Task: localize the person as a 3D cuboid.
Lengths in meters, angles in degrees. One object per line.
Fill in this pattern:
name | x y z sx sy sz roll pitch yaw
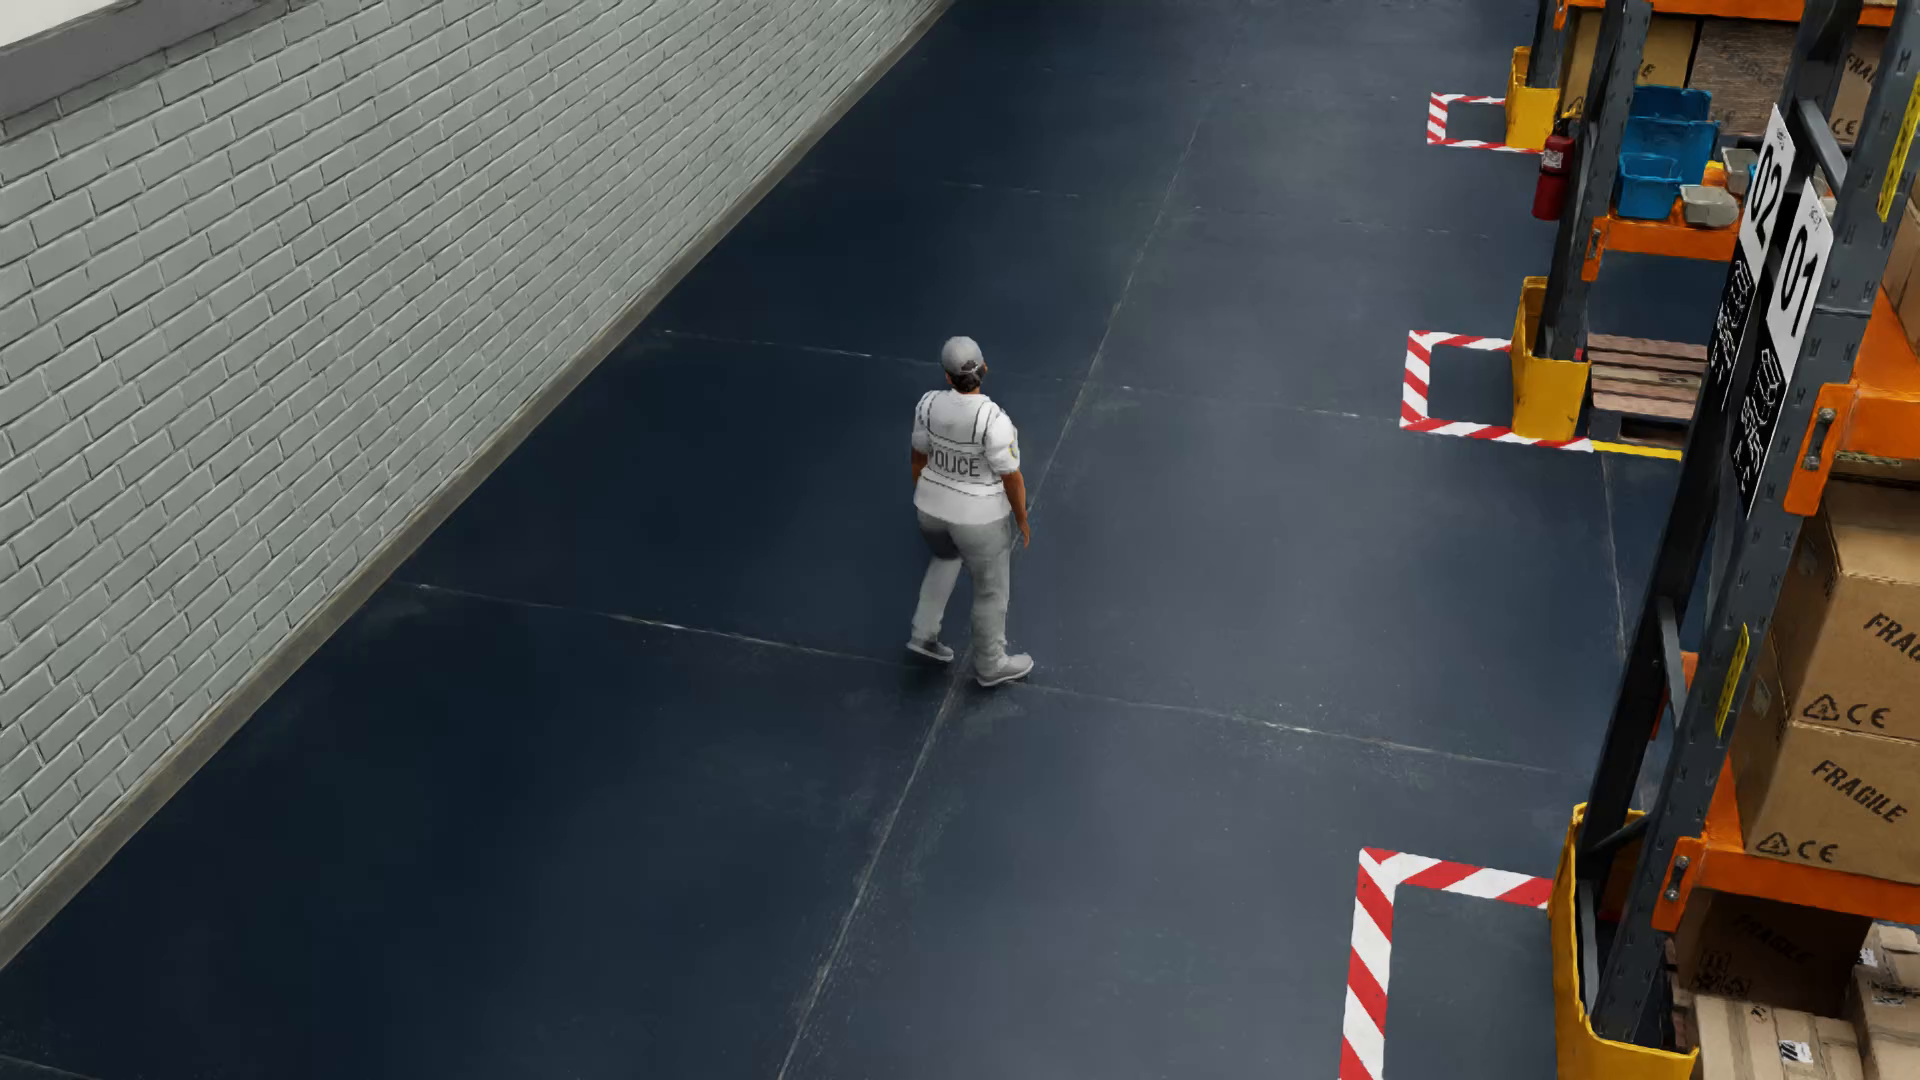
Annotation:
person | 0.031 -0.108 7.277 0.531 1.658 0.416 21 39 29
